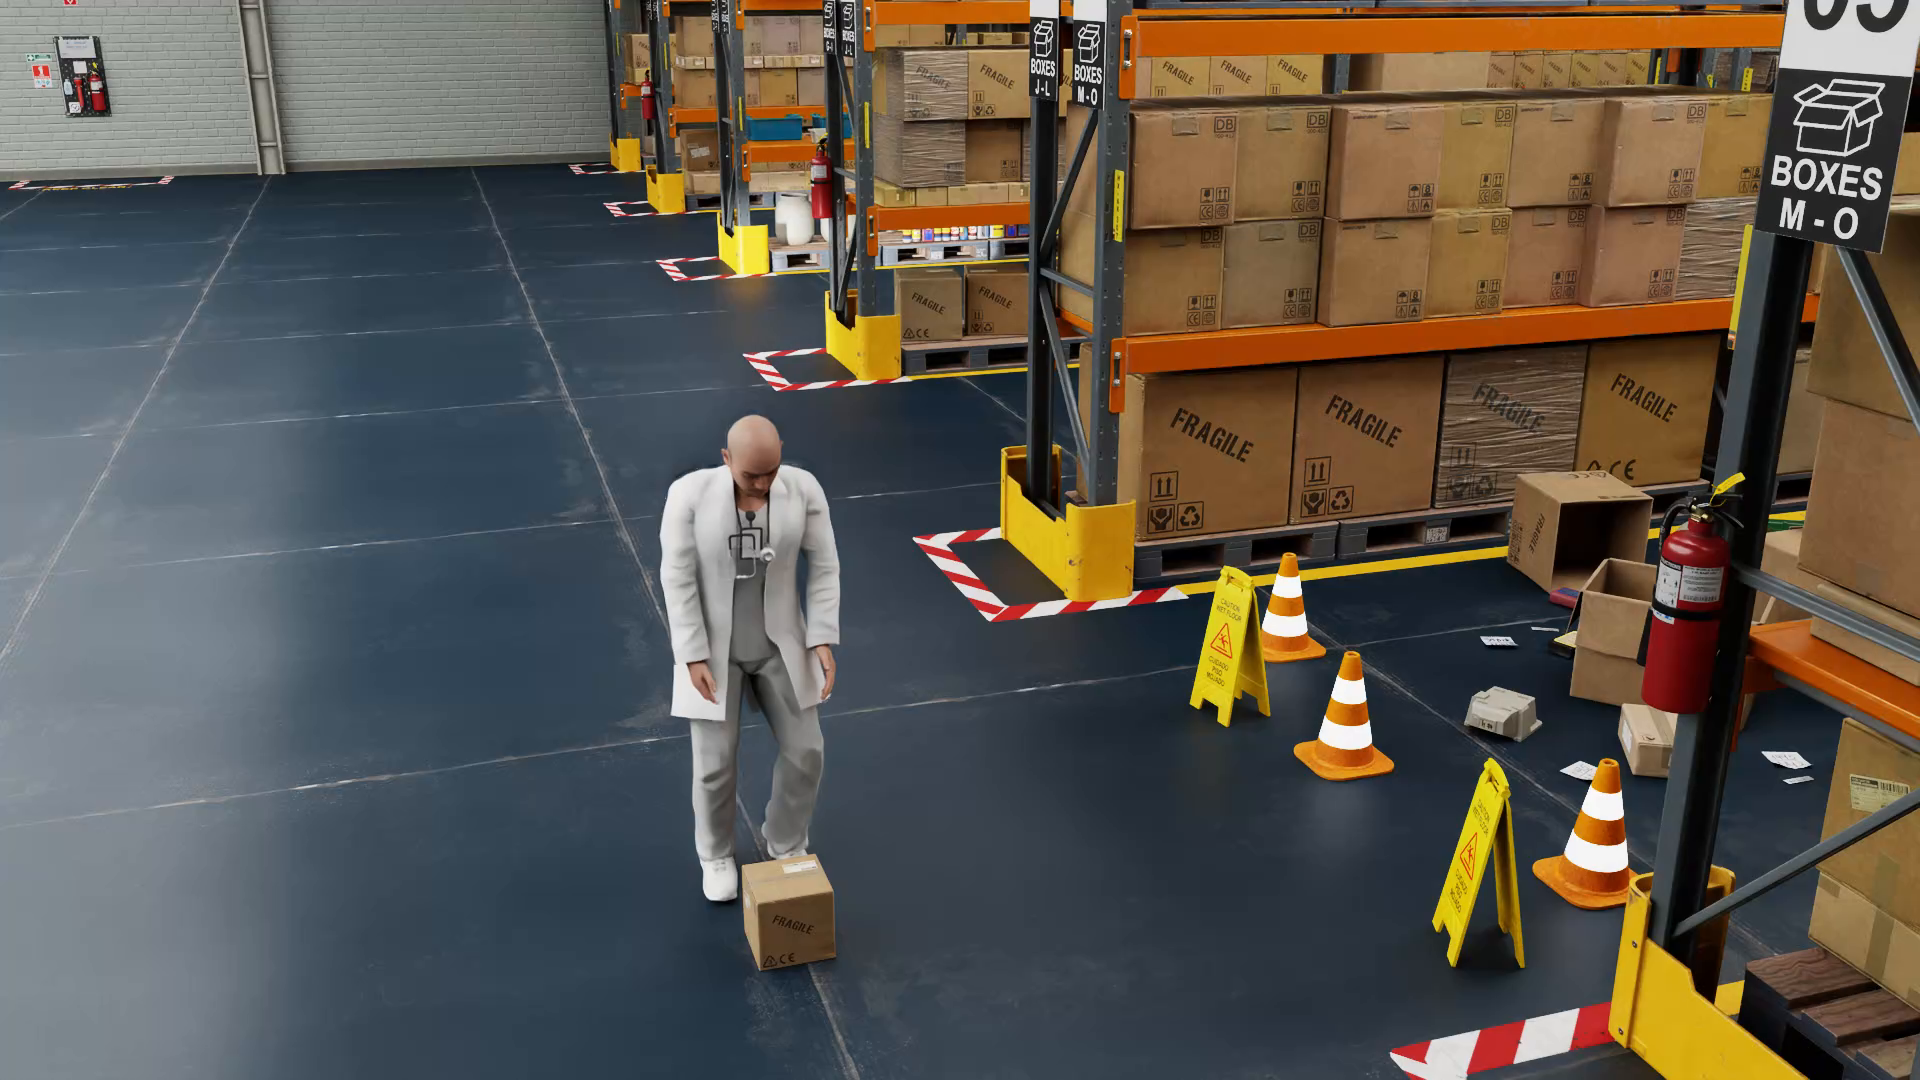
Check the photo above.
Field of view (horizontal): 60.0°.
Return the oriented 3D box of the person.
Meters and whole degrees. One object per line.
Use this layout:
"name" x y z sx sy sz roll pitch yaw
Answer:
"person" -0.693 0.382 5.623 0.599 1.693 0.466 -6 20 -16
